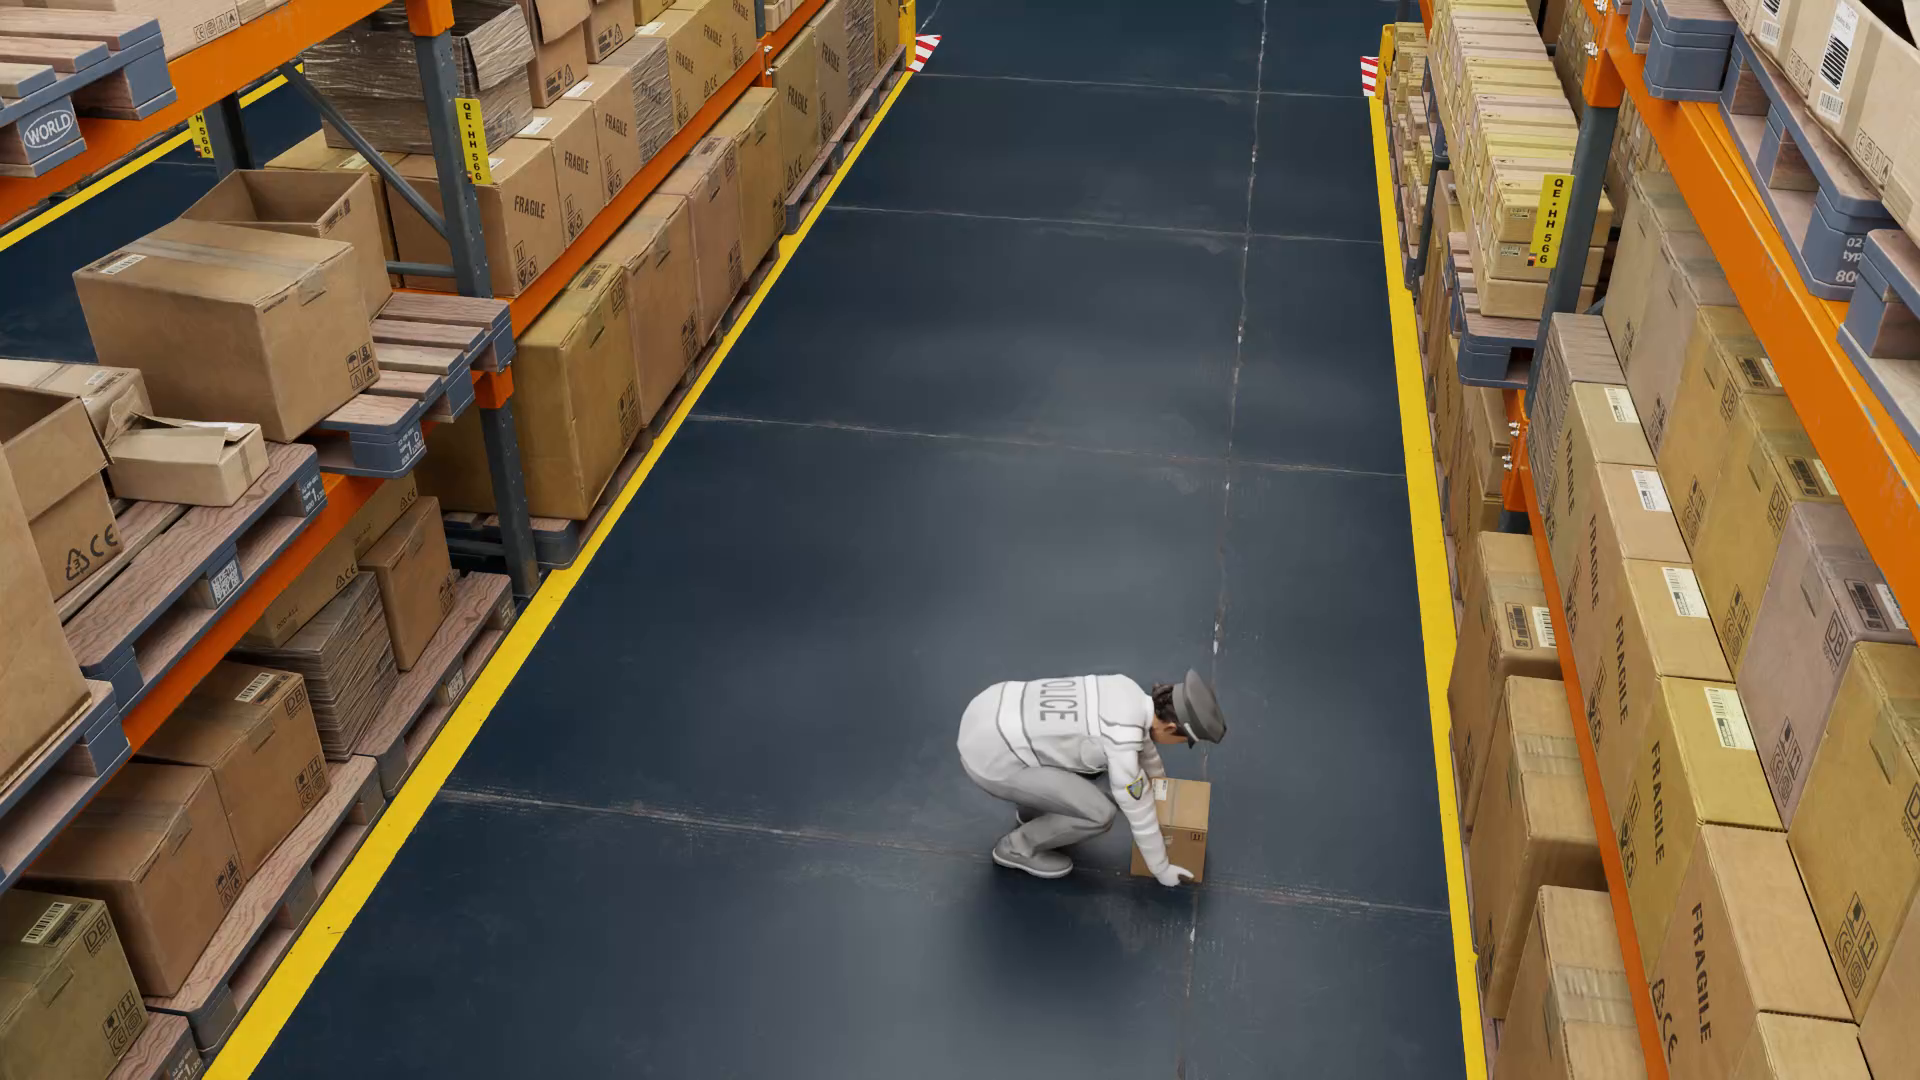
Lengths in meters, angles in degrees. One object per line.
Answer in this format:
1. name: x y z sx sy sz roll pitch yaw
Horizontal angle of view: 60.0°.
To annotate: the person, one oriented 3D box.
1. person: 0.450 0.786 5.764 0.907 0.781 0.454 5 33 7
